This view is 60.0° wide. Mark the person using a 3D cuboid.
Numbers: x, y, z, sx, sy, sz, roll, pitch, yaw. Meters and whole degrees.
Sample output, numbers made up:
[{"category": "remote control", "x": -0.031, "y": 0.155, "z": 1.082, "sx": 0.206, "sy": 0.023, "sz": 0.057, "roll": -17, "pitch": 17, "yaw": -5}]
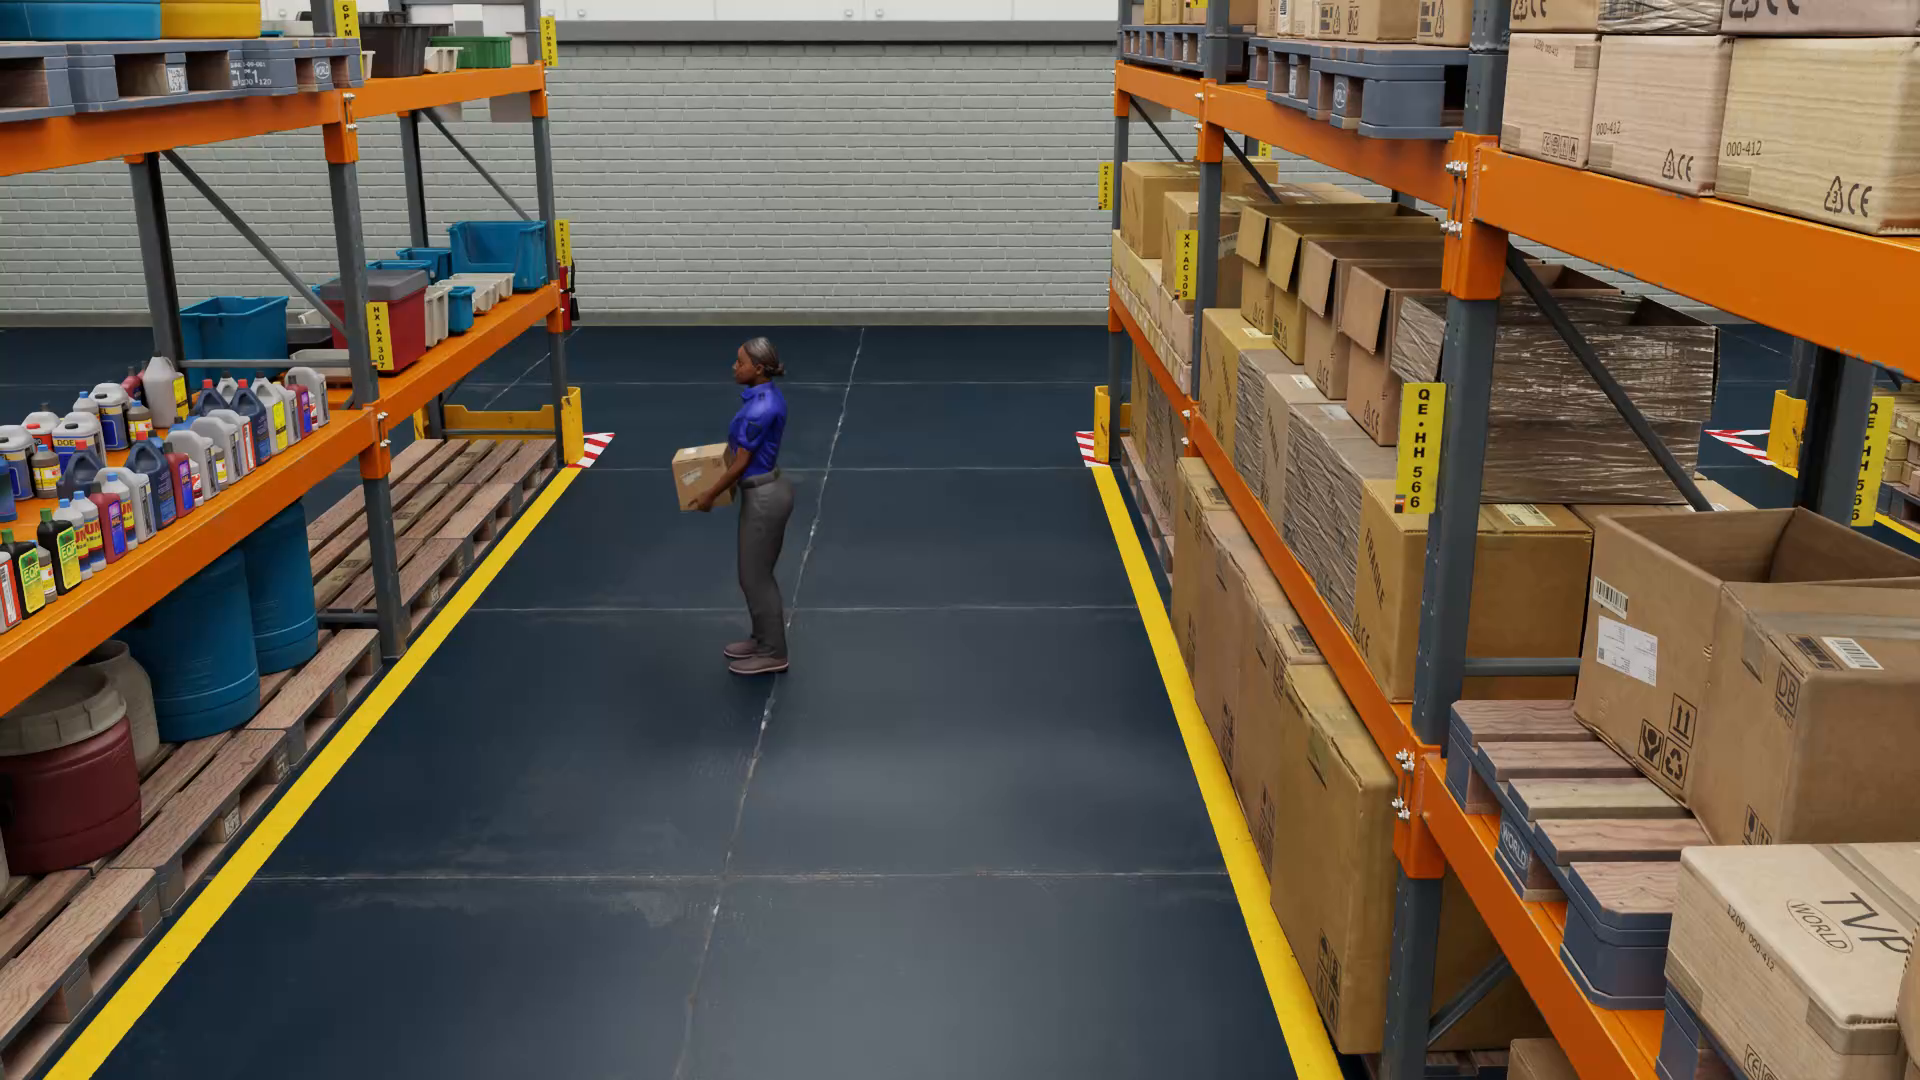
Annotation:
[{"category": "person", "x": -1.059, "y": -0.169, "z": 8.116, "sx": 0.502, "sy": 1.657, "sz": 0.434, "roll": 0, "pitch": 17, "yaw": -2}]
